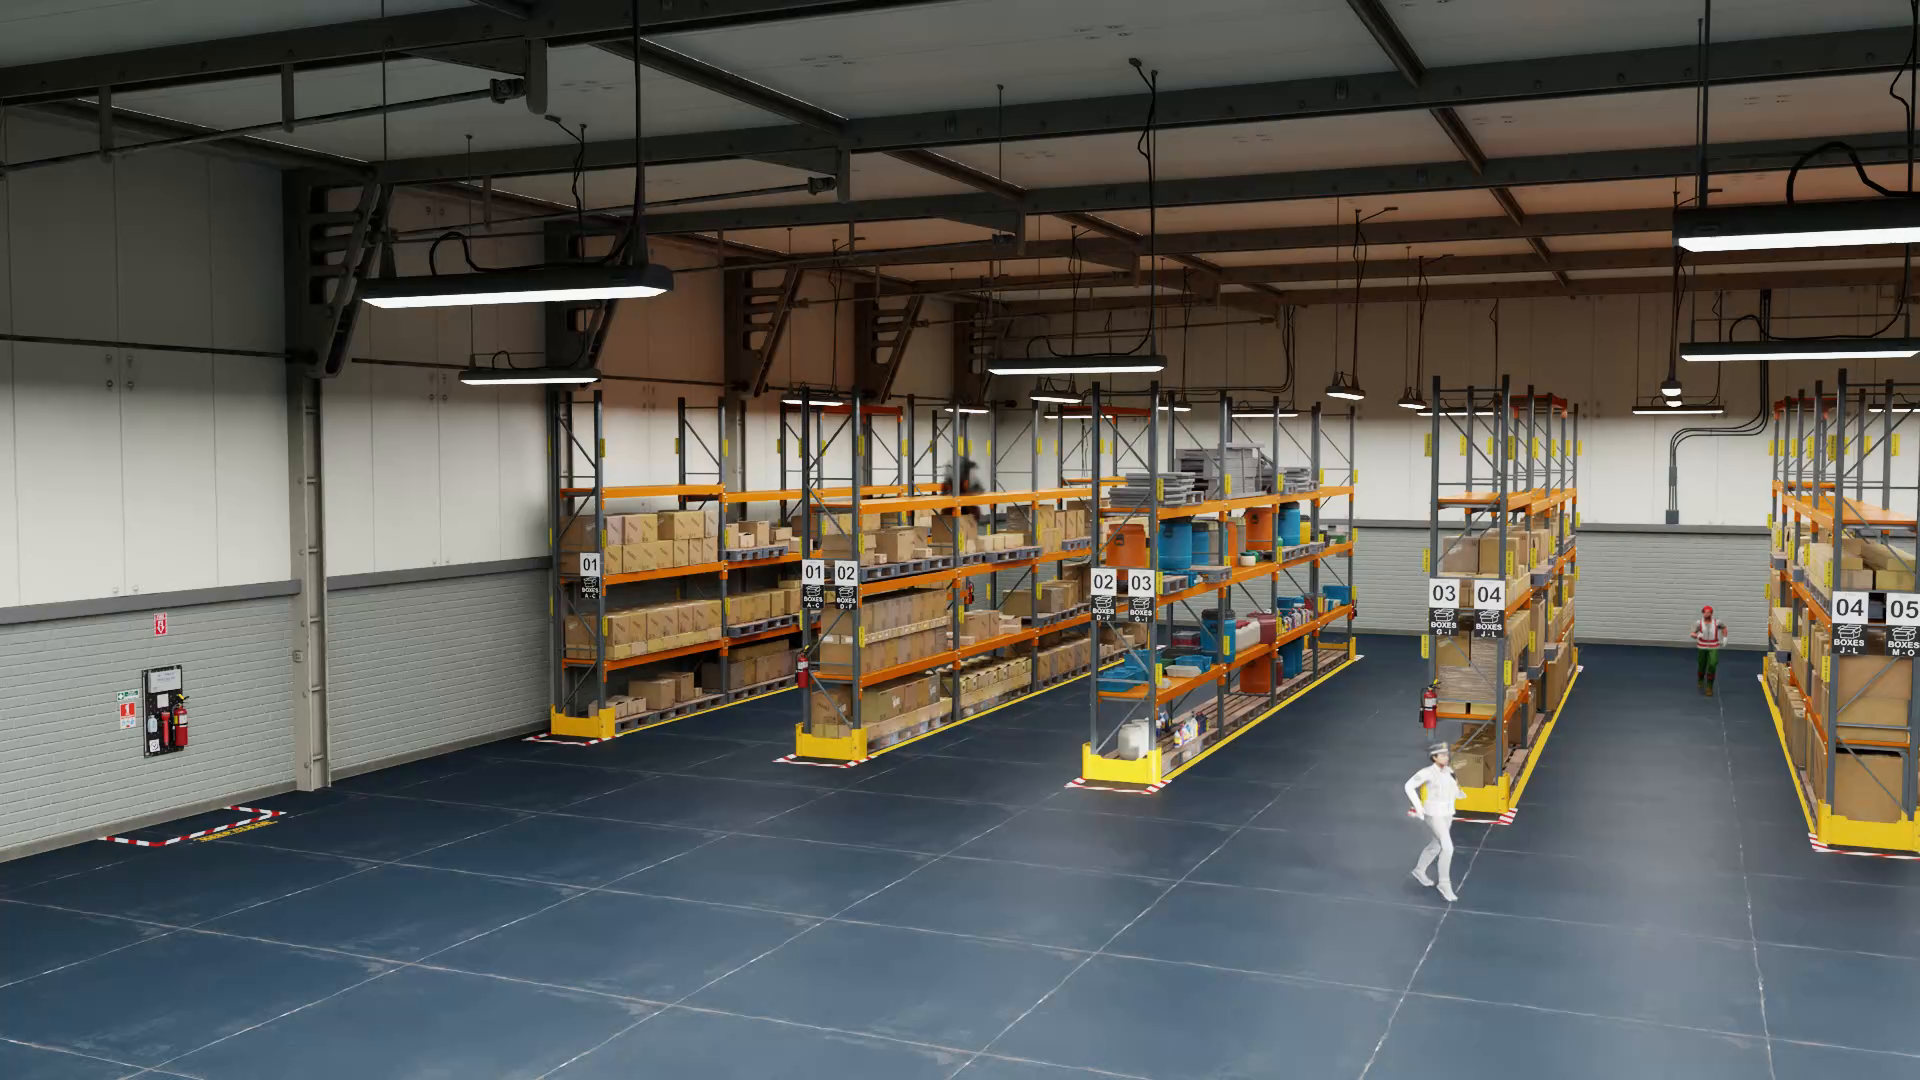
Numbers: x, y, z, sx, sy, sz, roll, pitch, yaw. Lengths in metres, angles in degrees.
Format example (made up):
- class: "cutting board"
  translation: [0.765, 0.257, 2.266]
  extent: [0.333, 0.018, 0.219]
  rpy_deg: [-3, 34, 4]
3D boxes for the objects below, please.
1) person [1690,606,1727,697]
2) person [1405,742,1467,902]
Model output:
- class: "person"
  translation: [15.226, 2.240, 33.836]
  extent: [0.673, 1.833, 0.928]
  rpy_deg: [2, 4, 26]
- class: "person"
  translation: [5.349, 3.127, 18.630]
  extent: [0.583, 1.745, 0.761]
  rpy_deg: [-2, 4, -36]
